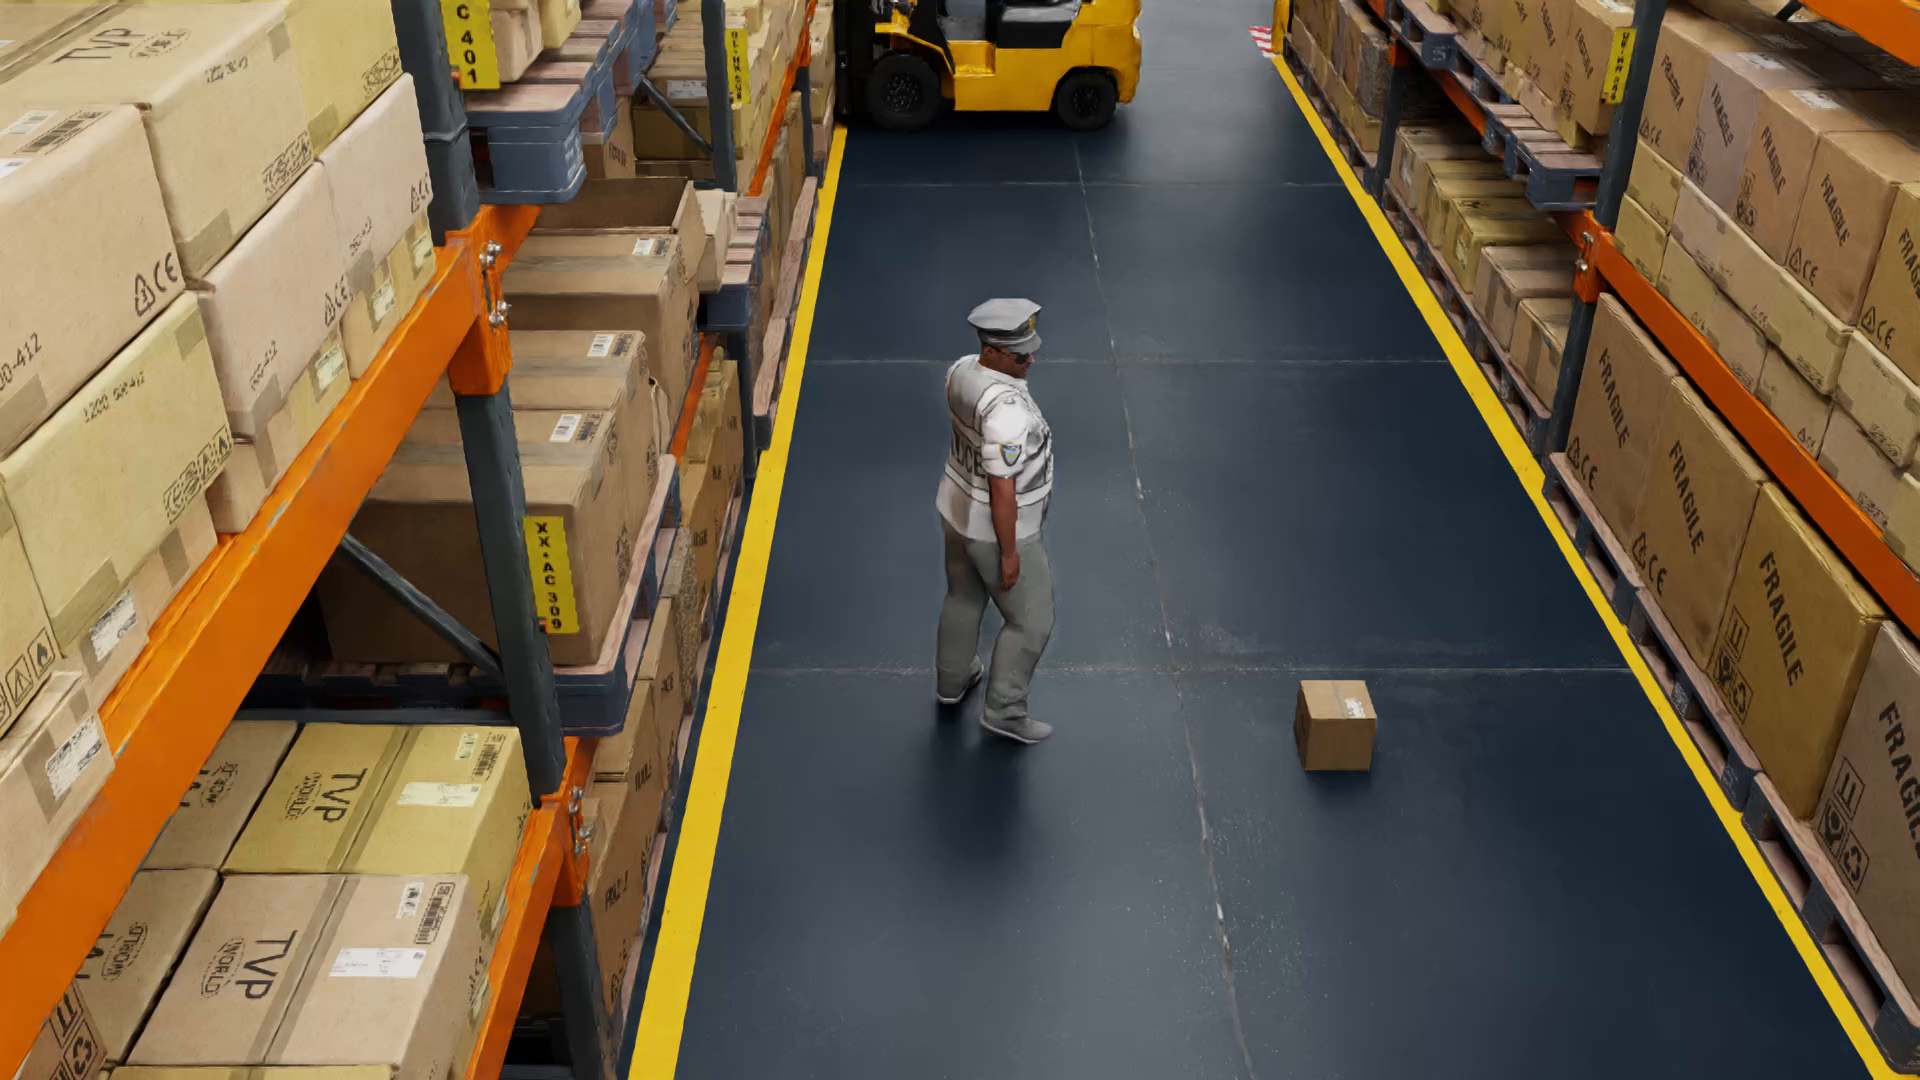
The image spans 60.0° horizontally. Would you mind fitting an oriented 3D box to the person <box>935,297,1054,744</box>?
[{"bbox_3d":[0.138,-0.069,6.259,0.452,1.802,0.602,-16,35,-24],"label":"person"}]
